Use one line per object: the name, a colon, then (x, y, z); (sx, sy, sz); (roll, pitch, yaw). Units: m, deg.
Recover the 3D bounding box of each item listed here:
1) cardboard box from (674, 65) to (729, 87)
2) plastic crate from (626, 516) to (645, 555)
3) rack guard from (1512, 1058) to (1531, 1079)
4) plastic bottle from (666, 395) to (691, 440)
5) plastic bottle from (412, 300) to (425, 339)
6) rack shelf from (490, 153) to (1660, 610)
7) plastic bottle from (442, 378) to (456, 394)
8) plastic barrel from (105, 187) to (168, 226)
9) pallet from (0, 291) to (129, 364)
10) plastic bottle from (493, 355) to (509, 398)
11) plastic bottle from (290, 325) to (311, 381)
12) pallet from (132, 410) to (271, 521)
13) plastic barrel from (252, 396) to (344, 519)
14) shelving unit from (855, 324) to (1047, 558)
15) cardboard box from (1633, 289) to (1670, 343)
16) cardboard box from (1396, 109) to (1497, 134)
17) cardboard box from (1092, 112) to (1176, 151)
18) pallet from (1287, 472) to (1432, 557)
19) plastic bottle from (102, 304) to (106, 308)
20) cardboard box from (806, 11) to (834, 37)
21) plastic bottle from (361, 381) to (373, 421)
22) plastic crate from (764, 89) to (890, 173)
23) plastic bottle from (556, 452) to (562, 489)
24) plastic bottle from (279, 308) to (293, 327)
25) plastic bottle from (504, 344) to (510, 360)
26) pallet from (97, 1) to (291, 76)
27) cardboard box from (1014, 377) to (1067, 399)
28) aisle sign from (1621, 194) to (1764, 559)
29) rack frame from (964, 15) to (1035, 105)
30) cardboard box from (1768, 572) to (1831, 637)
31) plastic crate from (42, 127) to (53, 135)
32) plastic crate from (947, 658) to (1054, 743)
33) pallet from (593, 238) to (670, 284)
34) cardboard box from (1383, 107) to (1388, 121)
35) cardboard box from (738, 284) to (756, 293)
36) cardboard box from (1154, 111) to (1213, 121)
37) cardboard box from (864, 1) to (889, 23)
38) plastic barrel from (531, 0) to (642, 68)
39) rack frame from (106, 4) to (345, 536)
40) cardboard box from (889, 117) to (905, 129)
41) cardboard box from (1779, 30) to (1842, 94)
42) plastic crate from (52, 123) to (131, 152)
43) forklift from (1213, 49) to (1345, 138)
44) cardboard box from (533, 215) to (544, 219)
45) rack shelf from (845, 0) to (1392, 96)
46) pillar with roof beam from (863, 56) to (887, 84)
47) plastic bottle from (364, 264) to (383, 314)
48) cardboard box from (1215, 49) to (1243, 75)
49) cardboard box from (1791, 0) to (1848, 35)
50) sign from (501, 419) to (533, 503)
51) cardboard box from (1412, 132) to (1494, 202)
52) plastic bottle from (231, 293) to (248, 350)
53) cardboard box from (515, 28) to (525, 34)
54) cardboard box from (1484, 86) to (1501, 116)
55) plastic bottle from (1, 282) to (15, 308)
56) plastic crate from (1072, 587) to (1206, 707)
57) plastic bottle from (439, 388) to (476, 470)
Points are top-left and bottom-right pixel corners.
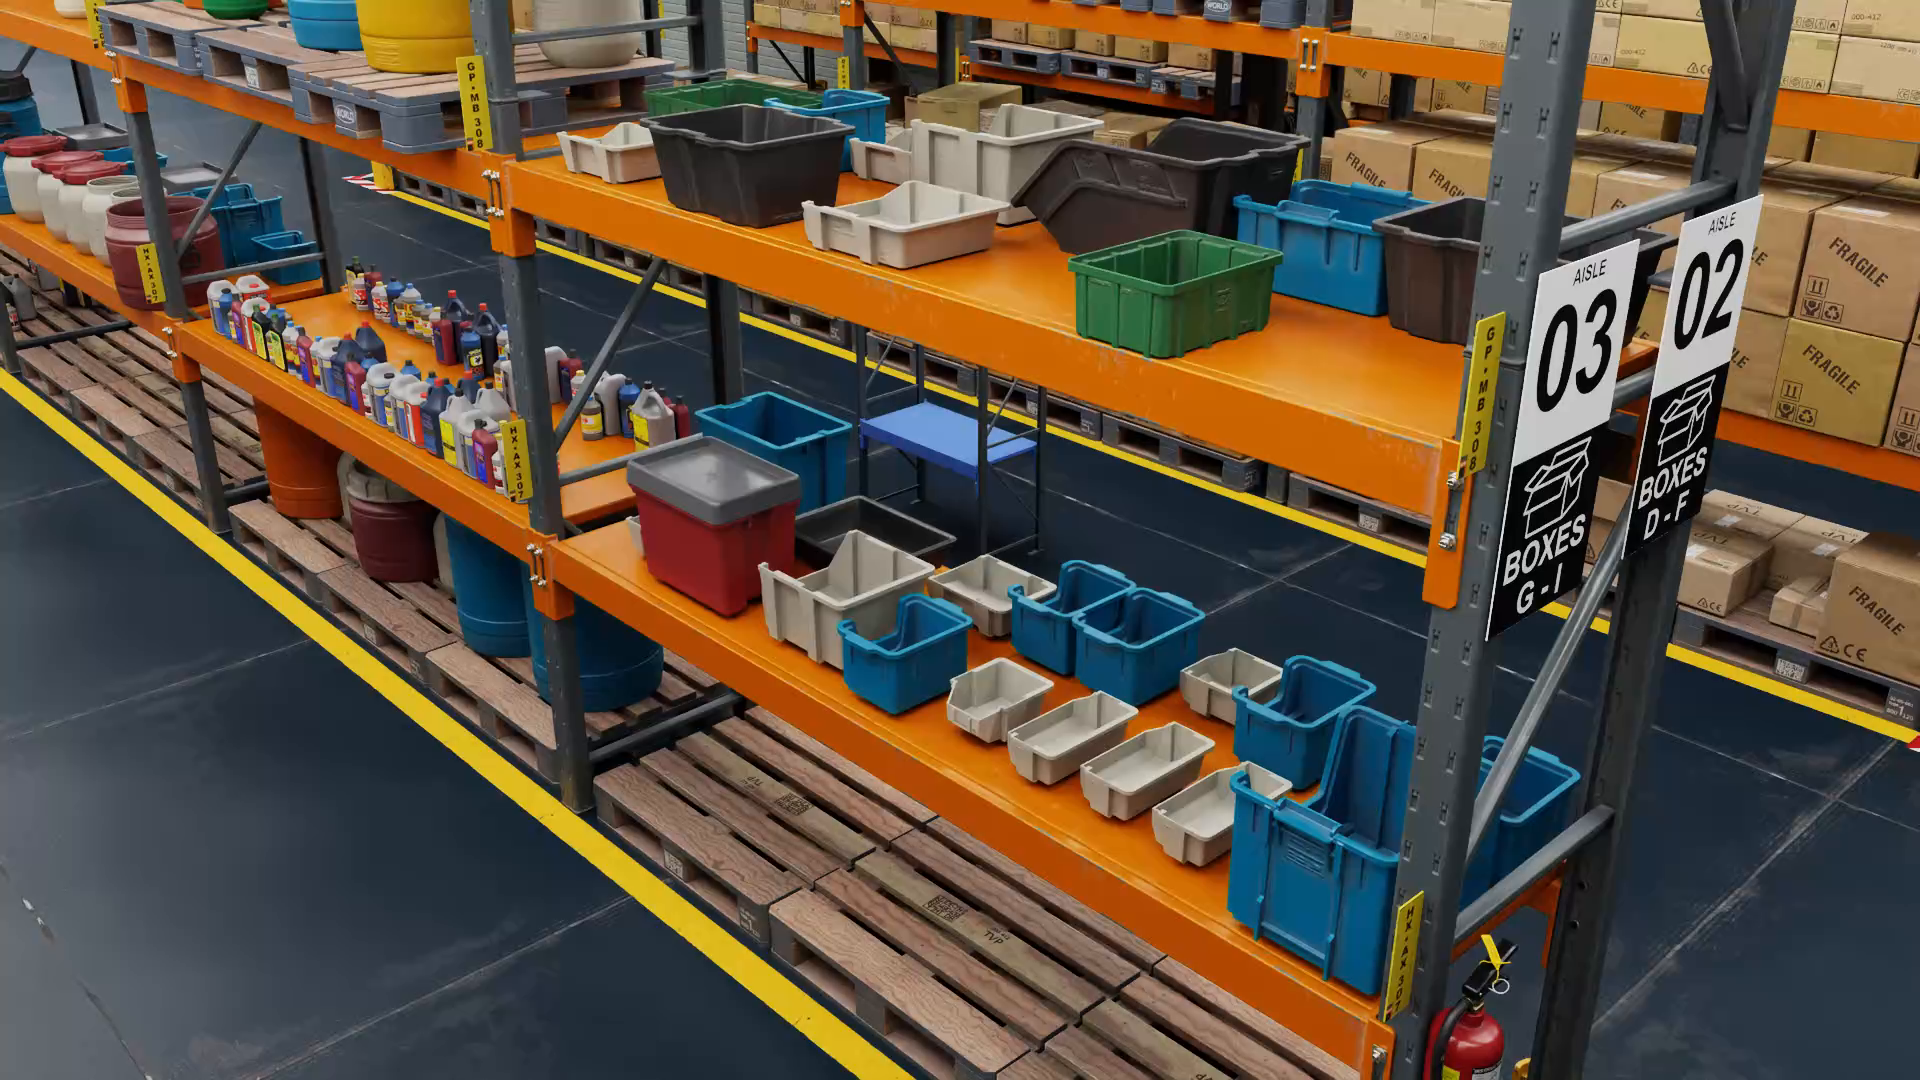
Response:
cardboard box: (-2.298, -3.813, 14.374); (0.500, 0.500, 0.500); (-19, 30, -35)
plastic crate: (-1.107, -0.062, 6.518); (0.396, 0.136, 0.243); (-21, 32, -38)
rack guard: (1.439, 2.016, 4.728); (1.175, 0.500, 0.348); (-21, 32, -38)
plastic bottle: (-1.260, -0.516, 7.407); (0.061, 0.283, 0.133); (-21, 32, -38)
plastic bottle: (-2.911, -1.199, 9.004); (0.097, 0.201, 0.097); (0, 25, 0)
rack shelf: (0.046, -0.768, 5.072); (1.077, 0.370, 4.000); (-21, 32, -38)
plastic bottle: (-2.343, -0.610, 7.629); (0.097, 0.271, 0.097); (0, 25, 0)
plastic barrel: (-4.914, -1.850, 10.057); (0.421, 0.512, 0.421); (0, 25, 0)
pallet: (-7.218, -1.707, 13.237); (1.003, 0.211, 1.213); (-21, 32, -38)
plastic bottle: (-2.229, -0.804, 8.138); (0.097, 0.201, 0.097); (0, 25, 0)
plastic bottle: (-3.304, -0.944, 8.361); (0.097, 0.271, 0.097); (0, 25, 0)
pallet: (-4.556, -0.526, 10.648); (1.003, 0.211, 1.213); (-21, 32, -38)
plastic barrel: (-3.708, -0.609, 9.579); (0.600, 0.830, 0.708); (-21, 32, -38)
shelving unit: (-0.058, -0.708, 9.495); (0.538, 1.500, 1.048); (-21, 32, -38)
cardboard box: (3.488, -1.094, 8.414); (0.500, 0.500, 0.500); (-22, 32, -39)
cardboard box: (2.832, -2.161, 9.548); (0.500, 0.500, 0.500); (-21, 32, -38)
cardboard box: (1.044, -2.495, 10.979); (0.500, 0.500, 0.700); (15, 28, 29)
pallet: (2.766, -0.264, 10.074); (1.003, 0.211, 1.213); (-21, 32, -38)
plastic bottle: (-6.826, -1.970, 13.296); (0.097, 0.201, 0.097); (0, 25, 0)
cardboard box: (-1.481, -6.176, 19.831); (0.500, 0.250, 0.500); (-22, 32, -39)
plastic bottle: (-2.771, -0.676, 7.857); (0.097, 0.201, 0.097); (0, 25, 0)
plastic crate: (-0.466, -1.440, 5.880); (0.416, 0.233, 0.300); (-21, 32, -38)
plastic bottle: (-1.748, -0.315, 7.066); (0.097, 0.201, 0.097); (0, 25, 0)
plastic bottle: (-3.601, -1.136, 8.866); (0.097, 0.201, 0.097); (0, 25, 0)
plastic bottle: (-2.151, -0.879, 8.213); (0.152, 0.276, 0.135); (-21, 32, -38)
pallet: (-3.604, -2.568, 8.378); (1.003, 0.211, 1.213); (-21, 32, -38)
cardboard box: (0.727, -1.329, 11.532); (0.500, 0.500, 0.500); (22, 33, 40)
aisle sign: (1.679, -0.370, 3.815); (0.394, 0.787, 0.004); (-21, 32, -38)
rack frame: (0.443, -5.571, 18.347); (1.000, 3.000, 0.127); (-21, 32, -38)
cardboard box: (4.268, 0.317, 8.325); (0.380, 0.166, 0.250); (-21, 32, -38)
plastic crate: (-7.511, -3.155, 13.308); (0.450, 0.188, 0.662); (-21, 32, -38)
plastic crate: (0.112, 0.518, 5.245); (0.298, 0.136, 0.250); (-21, 32, -38)
pallet: (-2.639, -2.684, 15.378); (1.003, 0.211, 1.213); (-21, 32, -38)
cardboard box: (3.964, -3.788, 14.717); (0.380, 0.149, 0.250); (-20, 31, -37)
cardboard box: (-1.671, -2.291, 13.965); (0.500, 0.250, 0.500); (-20, 31, -37)
cardboard box: (2.302, -4.157, 16.826); (0.500, 0.250, 0.500); (-20, 32, -38)
cardboard box: (-0.788, -6.214, 19.009); (0.500, 0.500, 0.500); (-22, 33, -40)
plastic barrel: (-1.498, -2.185, 6.641); (0.433, 0.535, 0.433); (0, 25, 0)
rack frame: (-4.055, -1.549, 9.530); (1.000, 3.000, 0.127); (-21, 32, -38)
cardboard box: (-0.636, -4.964, 19.922); (0.250, 0.149, 0.380); (21, 32, 38)
cardboard box: (3.802, -2.209, 7.544); (0.500, 0.250, 0.500); (-21, 32, -38)
plastic crate: (-6.235, -2.730, 12.042); (0.402, 0.464, 0.583); (-21, 32, -38)
forklift: (2.222, -3.273, 13.393); (1.130, 2.935, 3.031); (-20, 31, -37)
cardboard box: (-3.982, -3.337, 16.258); (0.500, 0.250, 0.500); (-21, 32, -38)
rack shelf: (0.930, -3.384, 10.807); (1.077, 0.370, 4.000); (-21, 32, -38)
pillar with roof beam: (-4.324, -8.324, 17.155); (9.100, 9.000, 0.400); (-21, 32, -38)
plastic bottle: (-3.310, -1.424, 9.398); (0.061, 0.283, 0.133); (-21, 32, -38)
cardboard box: (2.848, -4.744, 15.885); (0.500, 0.500, 0.700); (19, 31, 36)
cardboard box: (3.813, -2.440, 7.449); (0.500, 0.250, 0.500); (-21, 32, -38)
sign: (-1.724, -0.307, 6.476); (0.100, 0.325, 0.005); (-21, 32, -38)
cardboard box: (2.767, -1.862, 8.893); (0.500, 0.500, 0.500); (-22, 33, -40)
plastic bottle: (-3.804, -1.160, 8.820); (0.061, 0.283, 0.133); (-21, 32, -38)
cardboard box: (-4.042, -4.760, 15.668); (0.380, 0.149, 0.250); (-21, 32, -39)
cardboard box: (4.718, -3.712, 13.769); (0.500, 0.500, 0.500); (-21, 32, -38)
plastic bottle: (-7.440, -1.869, 12.894); (0.144, 0.351, 0.185); (-22, 33, -40)
plastic crate: (0.584, 0.357, 5.483); (0.416, 0.233, 0.300); (-21, 32, -38)
plastic bottle: (-2.188, -0.500, 7.291); (0.144, 0.351, 0.185); (-21, 32, -38)
